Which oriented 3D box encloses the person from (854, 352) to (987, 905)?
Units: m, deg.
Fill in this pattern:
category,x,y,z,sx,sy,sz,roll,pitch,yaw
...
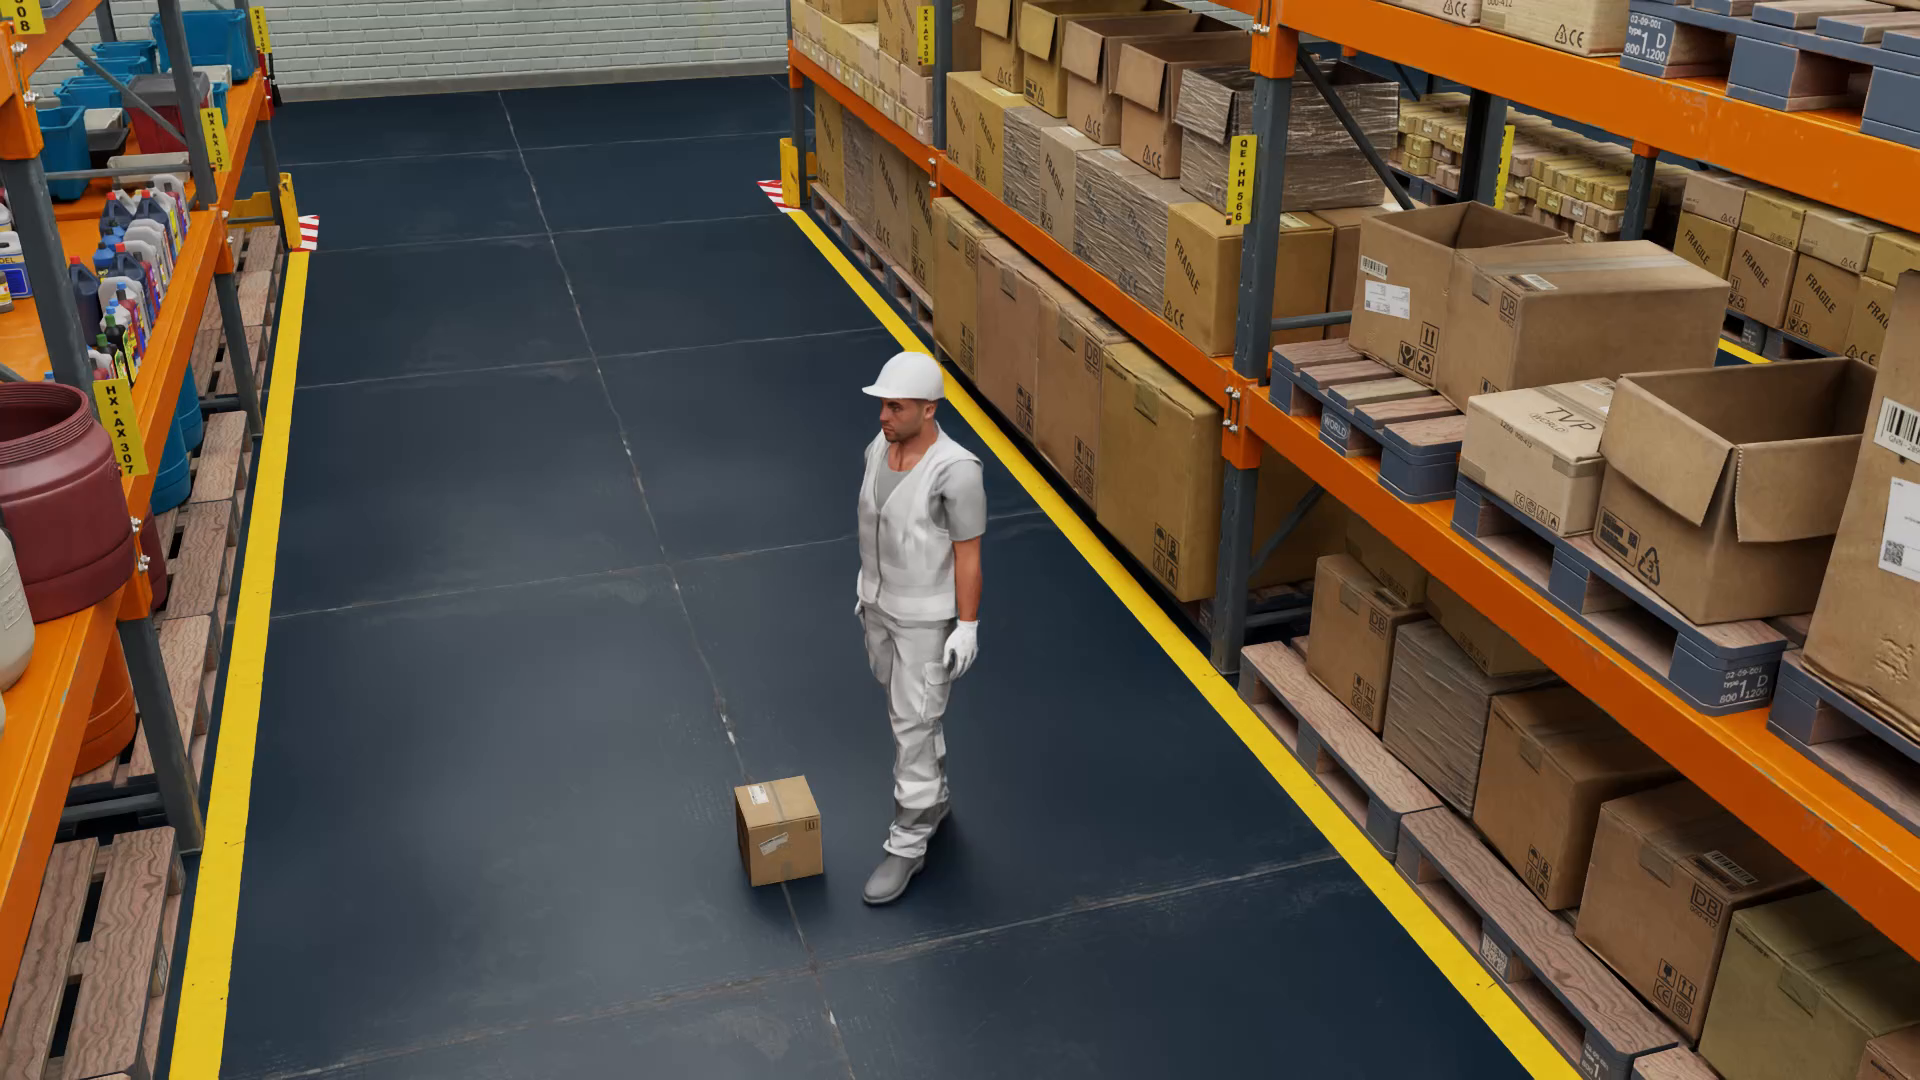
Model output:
category,x,y,z,sx,sy,sz,roll,pitch,yaw
person,-0.244,0.269,5.517,0.587,1.788,0.577,-22,33,-37
